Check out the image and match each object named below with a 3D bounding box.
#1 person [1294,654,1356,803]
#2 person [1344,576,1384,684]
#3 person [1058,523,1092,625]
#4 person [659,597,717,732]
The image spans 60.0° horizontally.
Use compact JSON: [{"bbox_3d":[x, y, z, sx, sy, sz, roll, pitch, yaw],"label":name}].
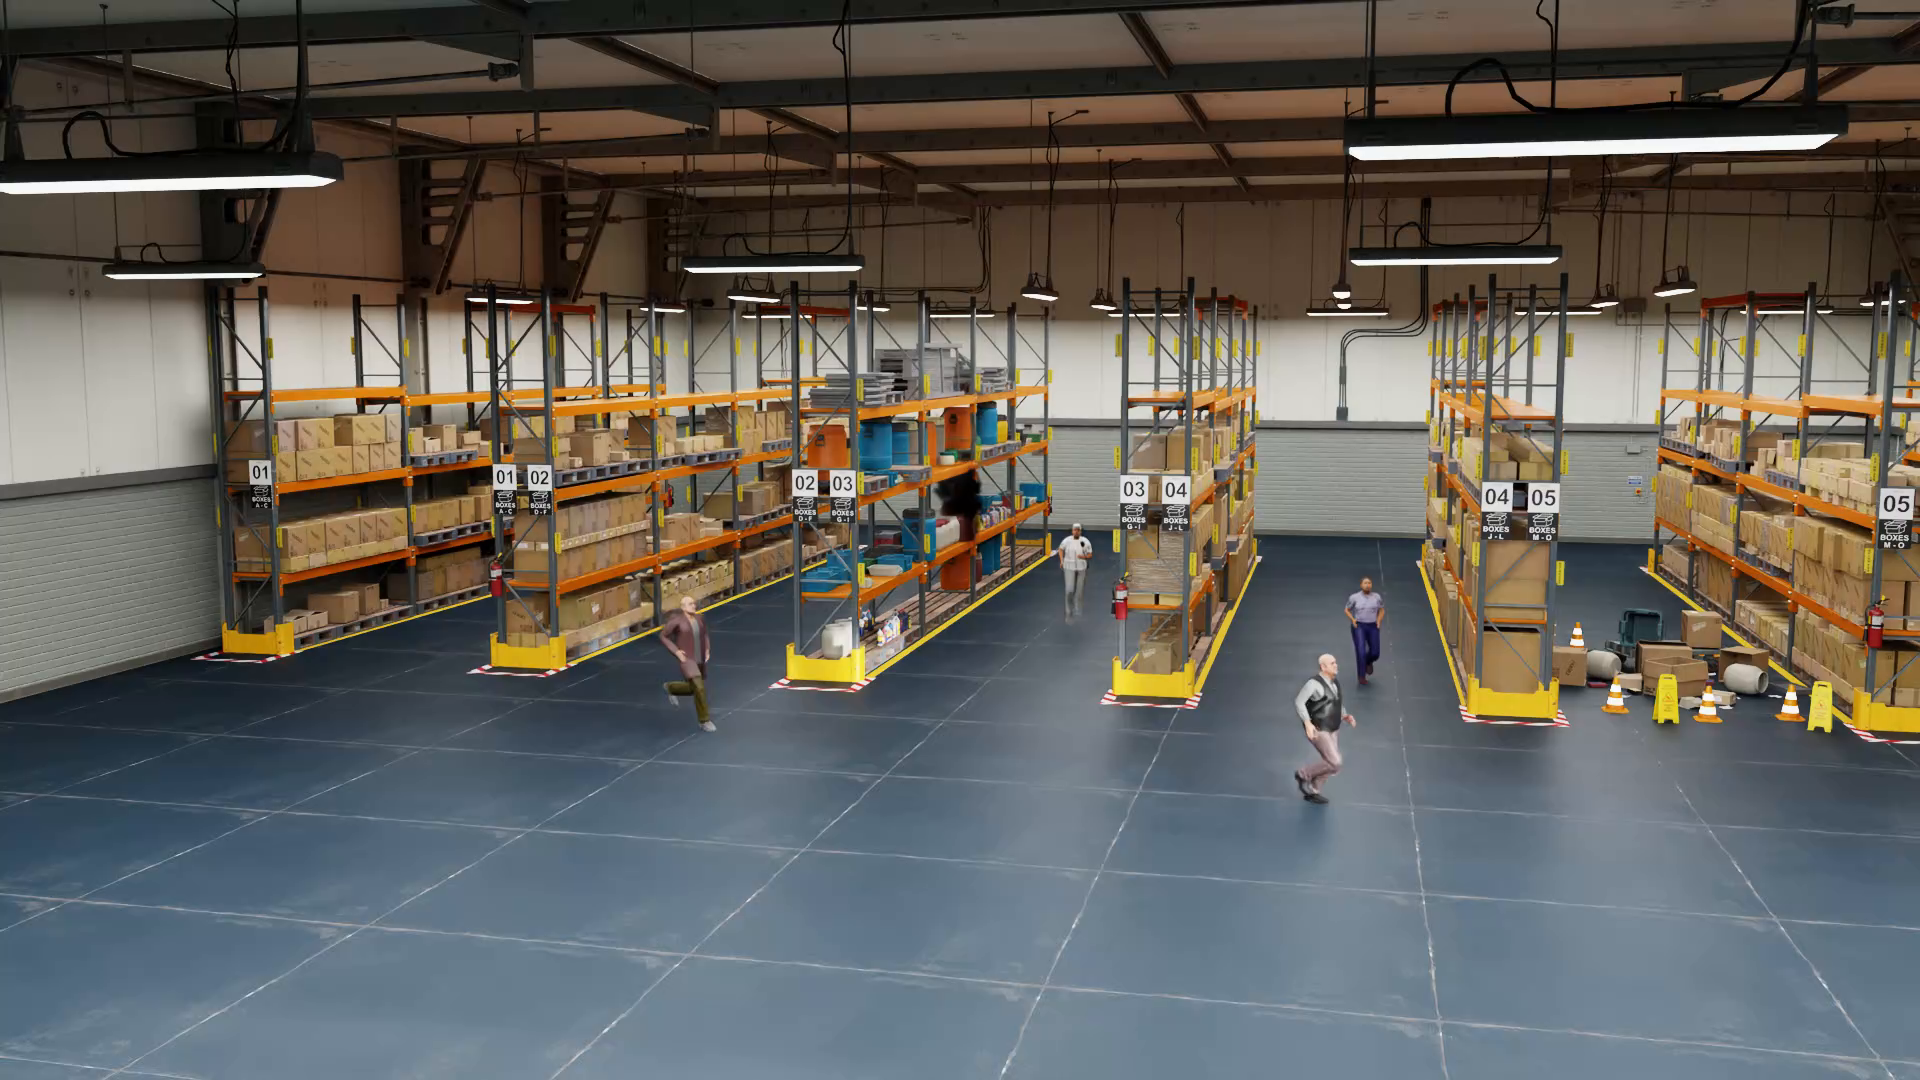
[{"bbox_3d":[4.017,2.085,18.252,0.609,1.669,0.646,6,9,43],"label":"person"},{"bbox_3d":[6.089,1.342,25.018,0.605,1.594,0.565,0,7,3],"label":"person"},{"bbox_3d":[2.019,0.588,29.029,0.575,1.774,0.680,0,7,0],"label":"person"},{"bbox_3d":[-3.610,1.626,22.120,1.066,1.766,0.693,5,8,35],"label":"person"}]
